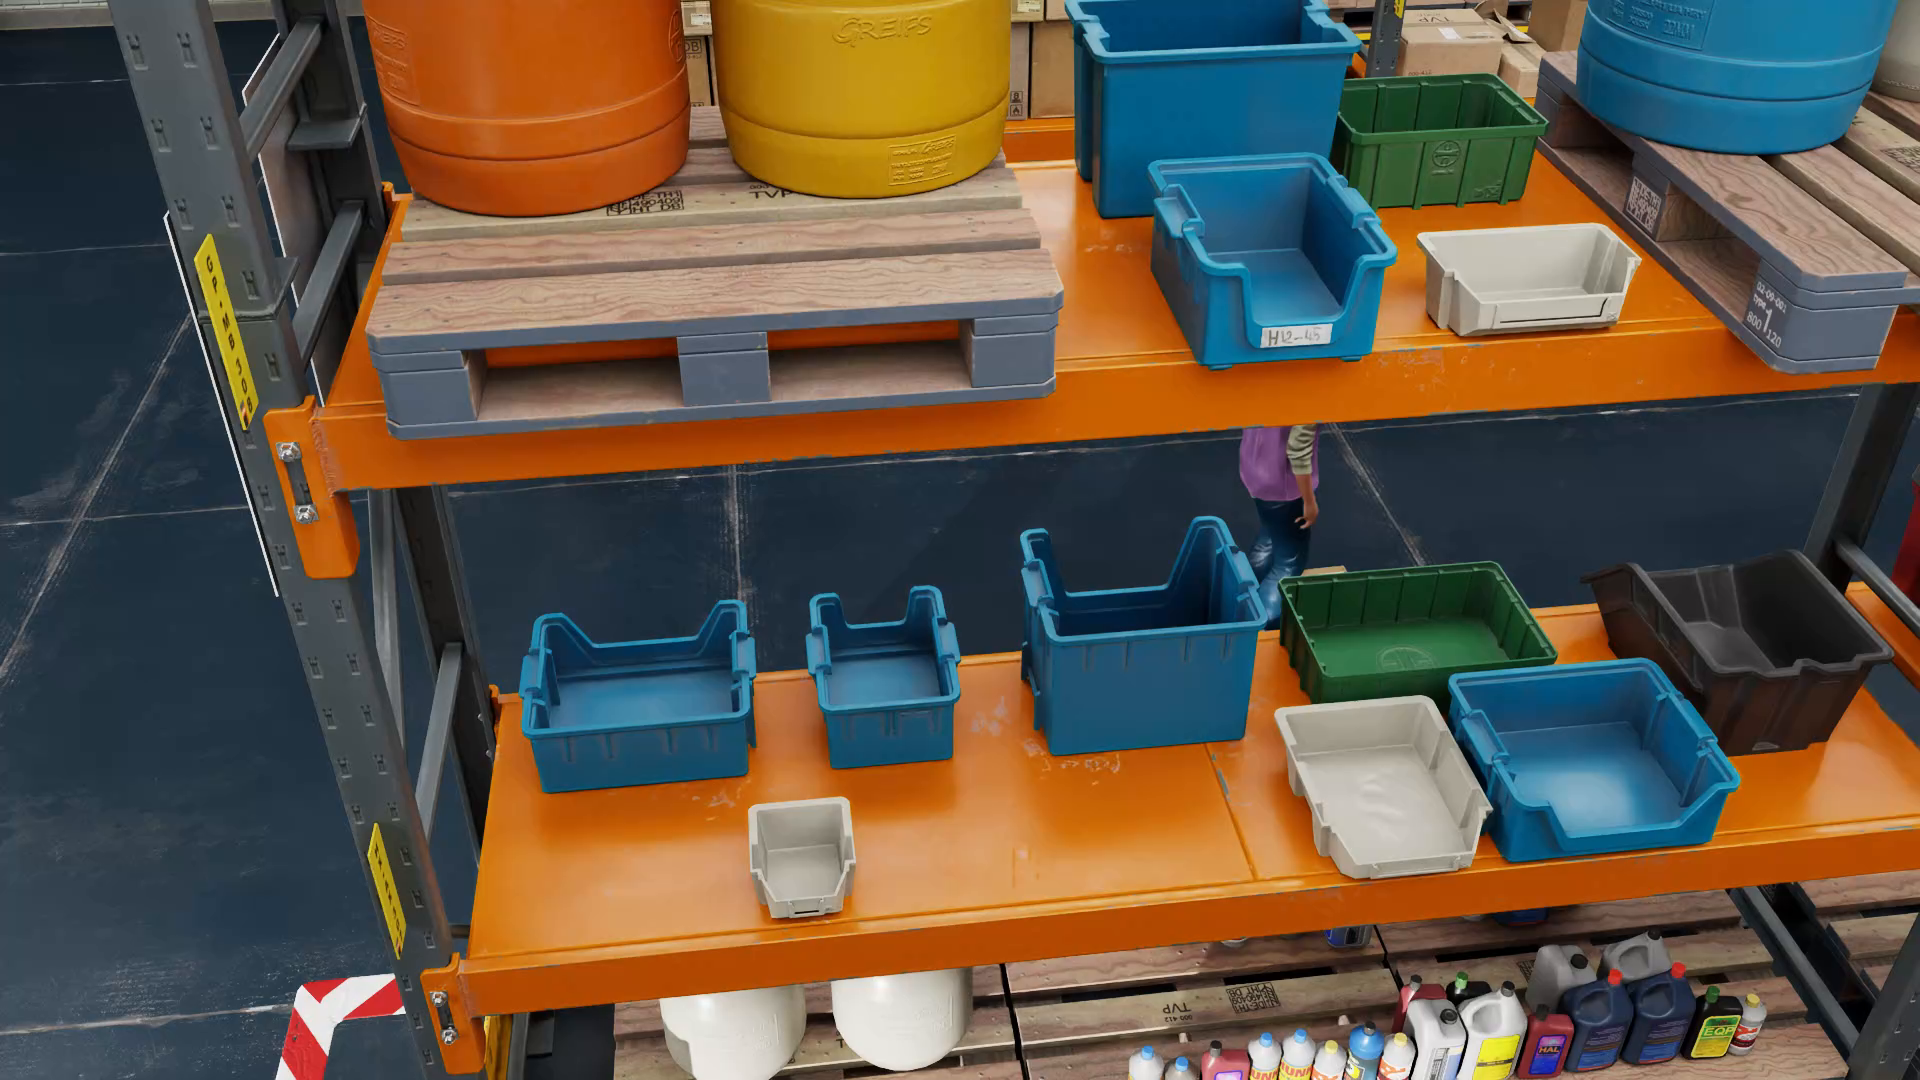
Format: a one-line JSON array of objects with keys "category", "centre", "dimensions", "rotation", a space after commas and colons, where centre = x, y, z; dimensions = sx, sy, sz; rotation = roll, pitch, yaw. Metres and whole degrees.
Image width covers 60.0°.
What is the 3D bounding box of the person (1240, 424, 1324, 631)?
[{"category": "person", "centre": [1.274, -0.235, 6.487], "dimensions": [0.350, 1.593, 0.468], "rotation": [-5, 36, -7]}]
